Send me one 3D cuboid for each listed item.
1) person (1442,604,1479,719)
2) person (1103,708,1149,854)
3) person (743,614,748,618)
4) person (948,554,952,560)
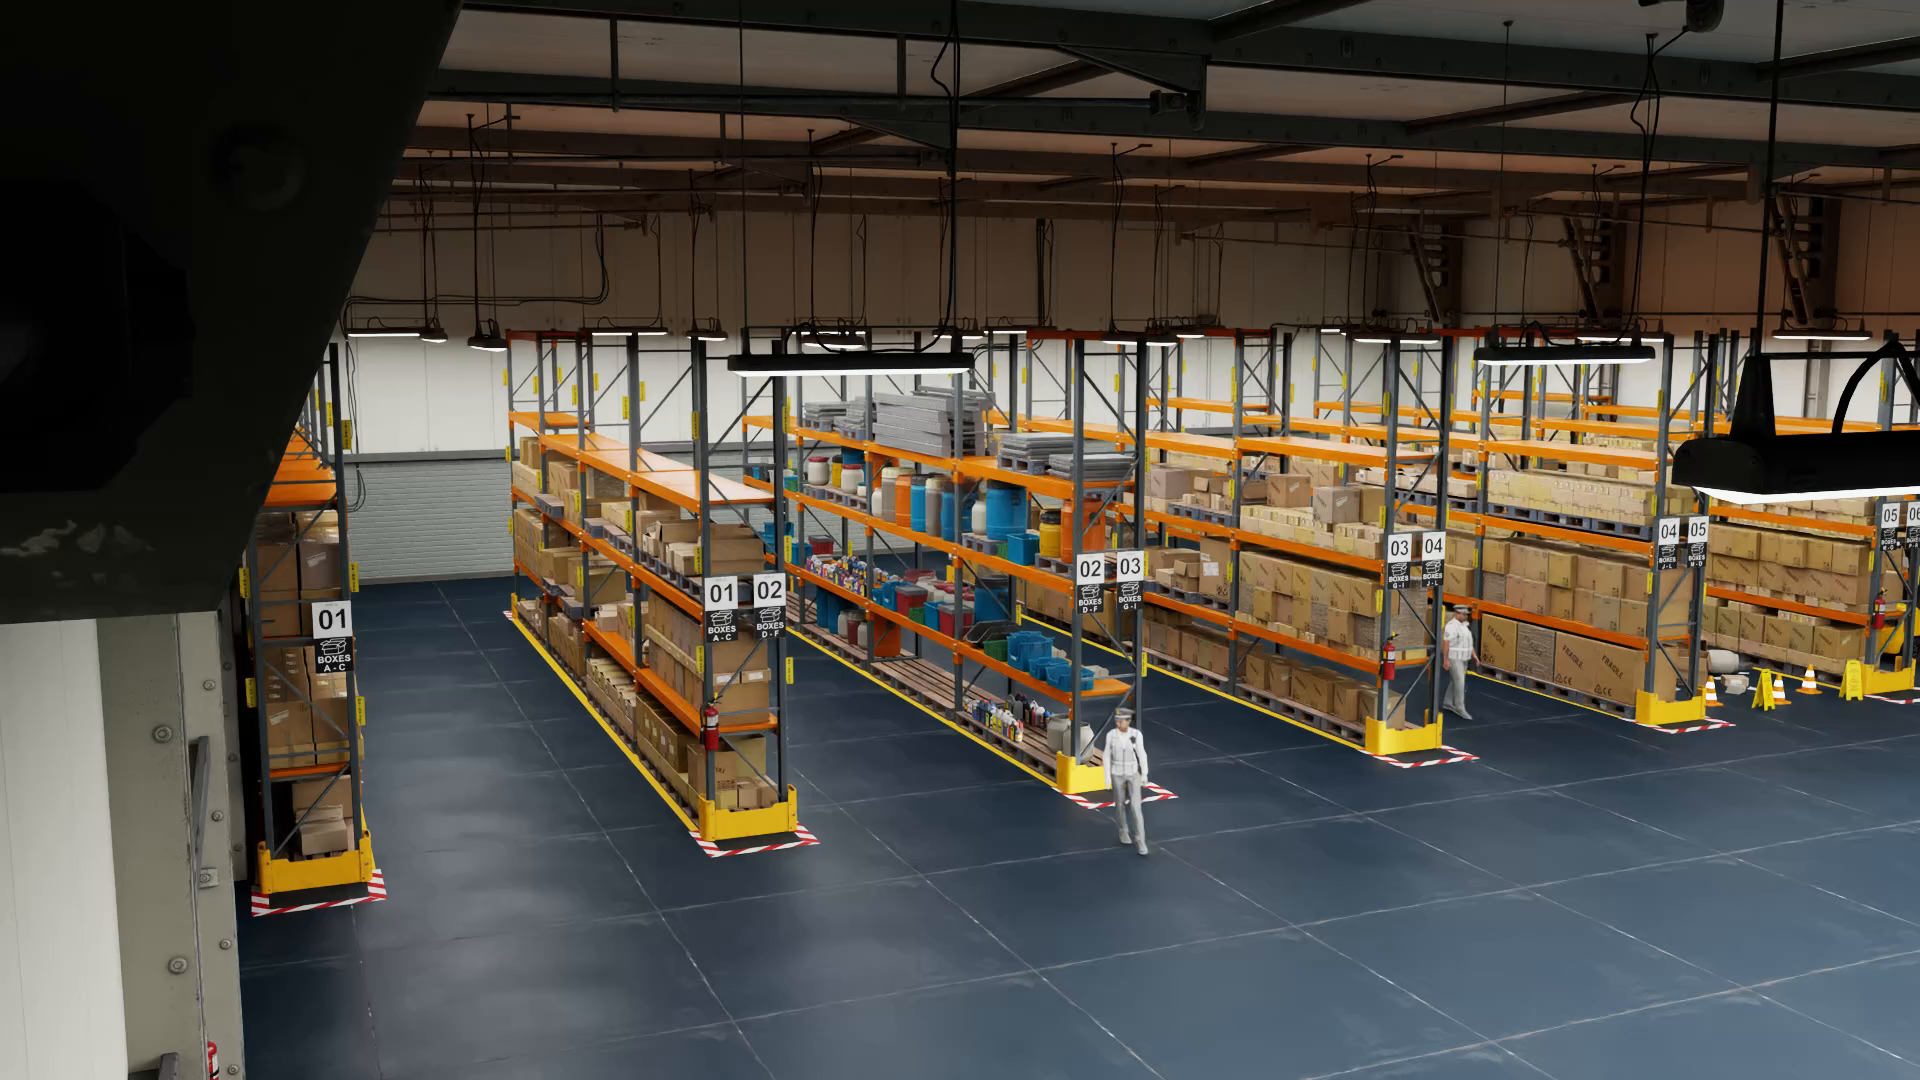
[{"bbox_3d":[7.944,1.898,26.339,0.586,1.782,0.637,-7,10,-40],"label":"person"},{"bbox_3d":[1.975,2.839,19.717,0.603,1.666,0.710,2,8,12],"label":"person"},{"bbox_3d":[-3.738,1.545,27.679,0.504,1.535,1.079,-5,9,-32],"label":"person"},{"bbox_3d":[0.167,-0.313,42.438,0.955,1.753,0.560,1,8,7],"label":"person"}]
